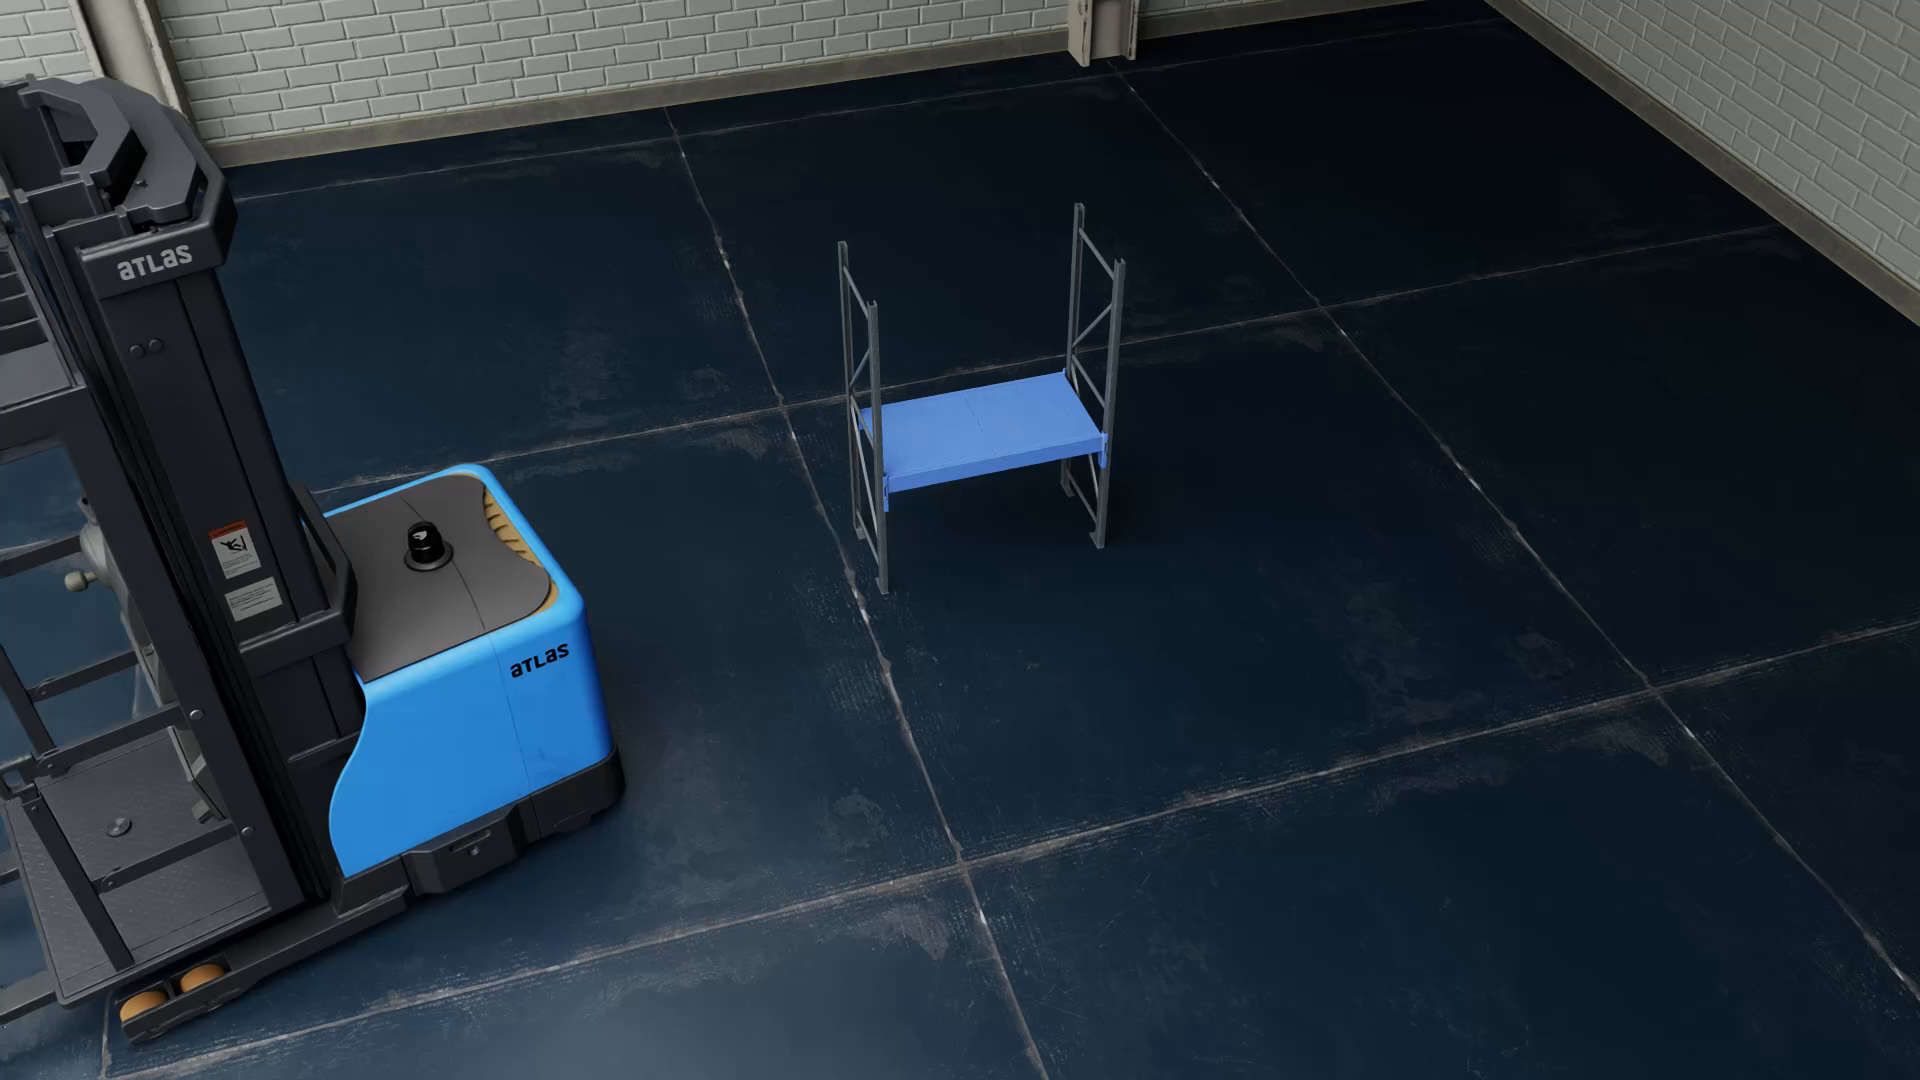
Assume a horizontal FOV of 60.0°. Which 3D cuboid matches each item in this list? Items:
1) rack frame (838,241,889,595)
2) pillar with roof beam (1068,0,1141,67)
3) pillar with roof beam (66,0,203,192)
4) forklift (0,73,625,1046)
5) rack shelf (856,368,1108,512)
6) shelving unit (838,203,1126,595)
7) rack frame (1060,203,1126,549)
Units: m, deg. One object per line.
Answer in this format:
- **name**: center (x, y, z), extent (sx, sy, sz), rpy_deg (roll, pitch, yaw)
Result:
- **rack frame**: center (-0.404, -0.481, 7.010), extent (0.032, 1.500, 0.500), rpy_deg (-12, 42, -13)
- **pillar with roof beam**: center (2.264, -4.030, 5.373), extent (0.400, 9.000, 9.100), rpy_deg (-12, 42, -13)
- **pillar with roof beam**: center (-3.459, -2.844, 4.016), extent (0.400, 9.000, 9.100), rpy_deg (-12, 42, -13)
- **forklift**: center (-2.797, 0.193, 5.151), extent (3.031, 2.935, 1.130), rpy_deg (-24, 46, -25)
- **rack shelf**: center (0.081, -0.446, 7.244), extent (1.000, 0.185, 0.538), rpy_deg (-12, 42, -13)
- **shelving unit**: center (0.081, -0.582, 7.125), extent (1.048, 1.500, 0.538), rpy_deg (-12, 42, -13)
- **rack frame**: center (0.566, -0.682, 7.240), extent (0.032, 1.500, 0.500), rpy_deg (-12, 42, -13)
